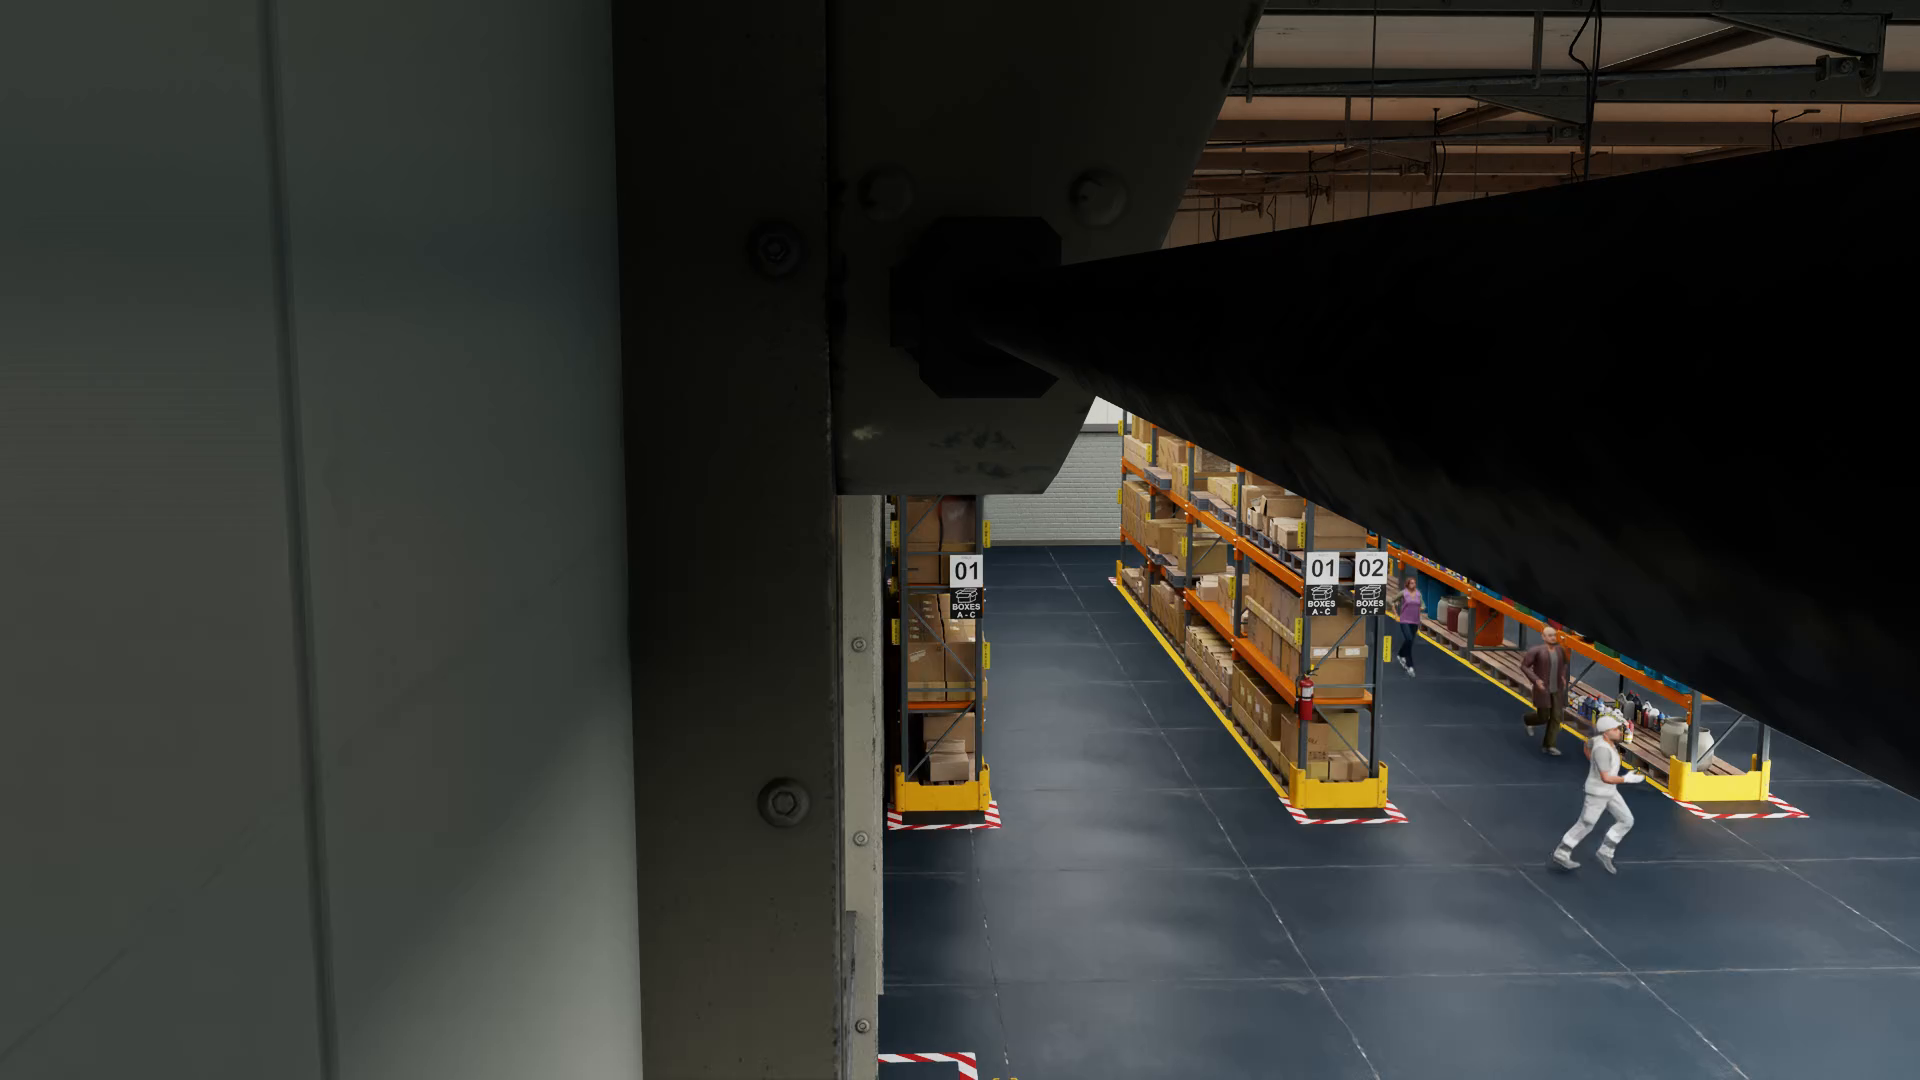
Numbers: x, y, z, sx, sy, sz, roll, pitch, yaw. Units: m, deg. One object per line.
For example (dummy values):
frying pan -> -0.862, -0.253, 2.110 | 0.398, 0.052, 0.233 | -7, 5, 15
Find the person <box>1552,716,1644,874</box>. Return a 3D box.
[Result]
person -> 7.007, 2.779, 18.183 | 0.890, 1.787, 0.677 | 5, 10, 31

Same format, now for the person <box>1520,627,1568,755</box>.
person -> 8.148, 2.075, 23.096 | 0.728, 1.748, 0.869 | -2, 9, -12

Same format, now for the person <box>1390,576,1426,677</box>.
person -> 7.541, 1.416, 27.963 | 0.514, 1.636, 0.757 | -2, 9, -15
